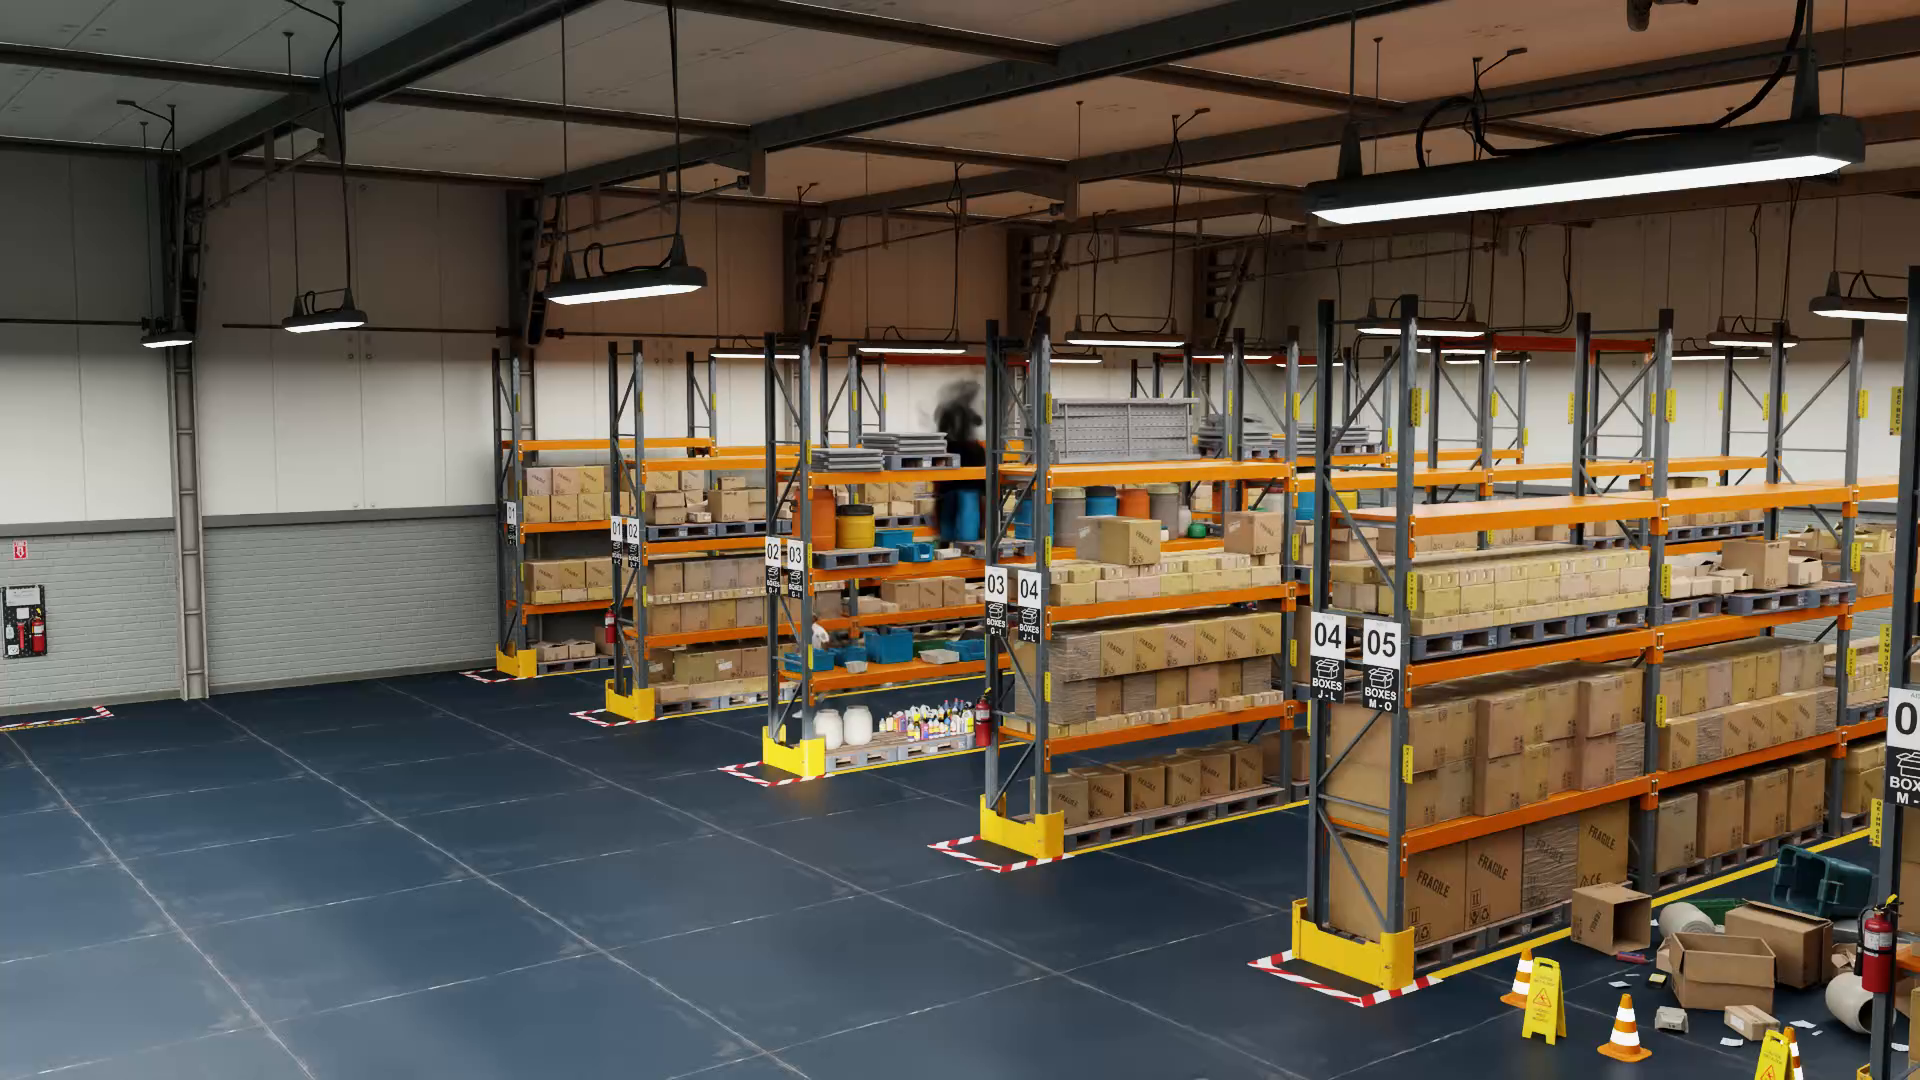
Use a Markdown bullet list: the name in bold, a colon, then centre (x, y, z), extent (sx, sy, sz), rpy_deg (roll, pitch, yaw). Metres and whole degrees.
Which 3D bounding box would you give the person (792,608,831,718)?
- **person**: centre (-2.232, 1.831, 25.169), extent (0.577, 1.672, 0.737), rpy_deg (5, 7, 42)
